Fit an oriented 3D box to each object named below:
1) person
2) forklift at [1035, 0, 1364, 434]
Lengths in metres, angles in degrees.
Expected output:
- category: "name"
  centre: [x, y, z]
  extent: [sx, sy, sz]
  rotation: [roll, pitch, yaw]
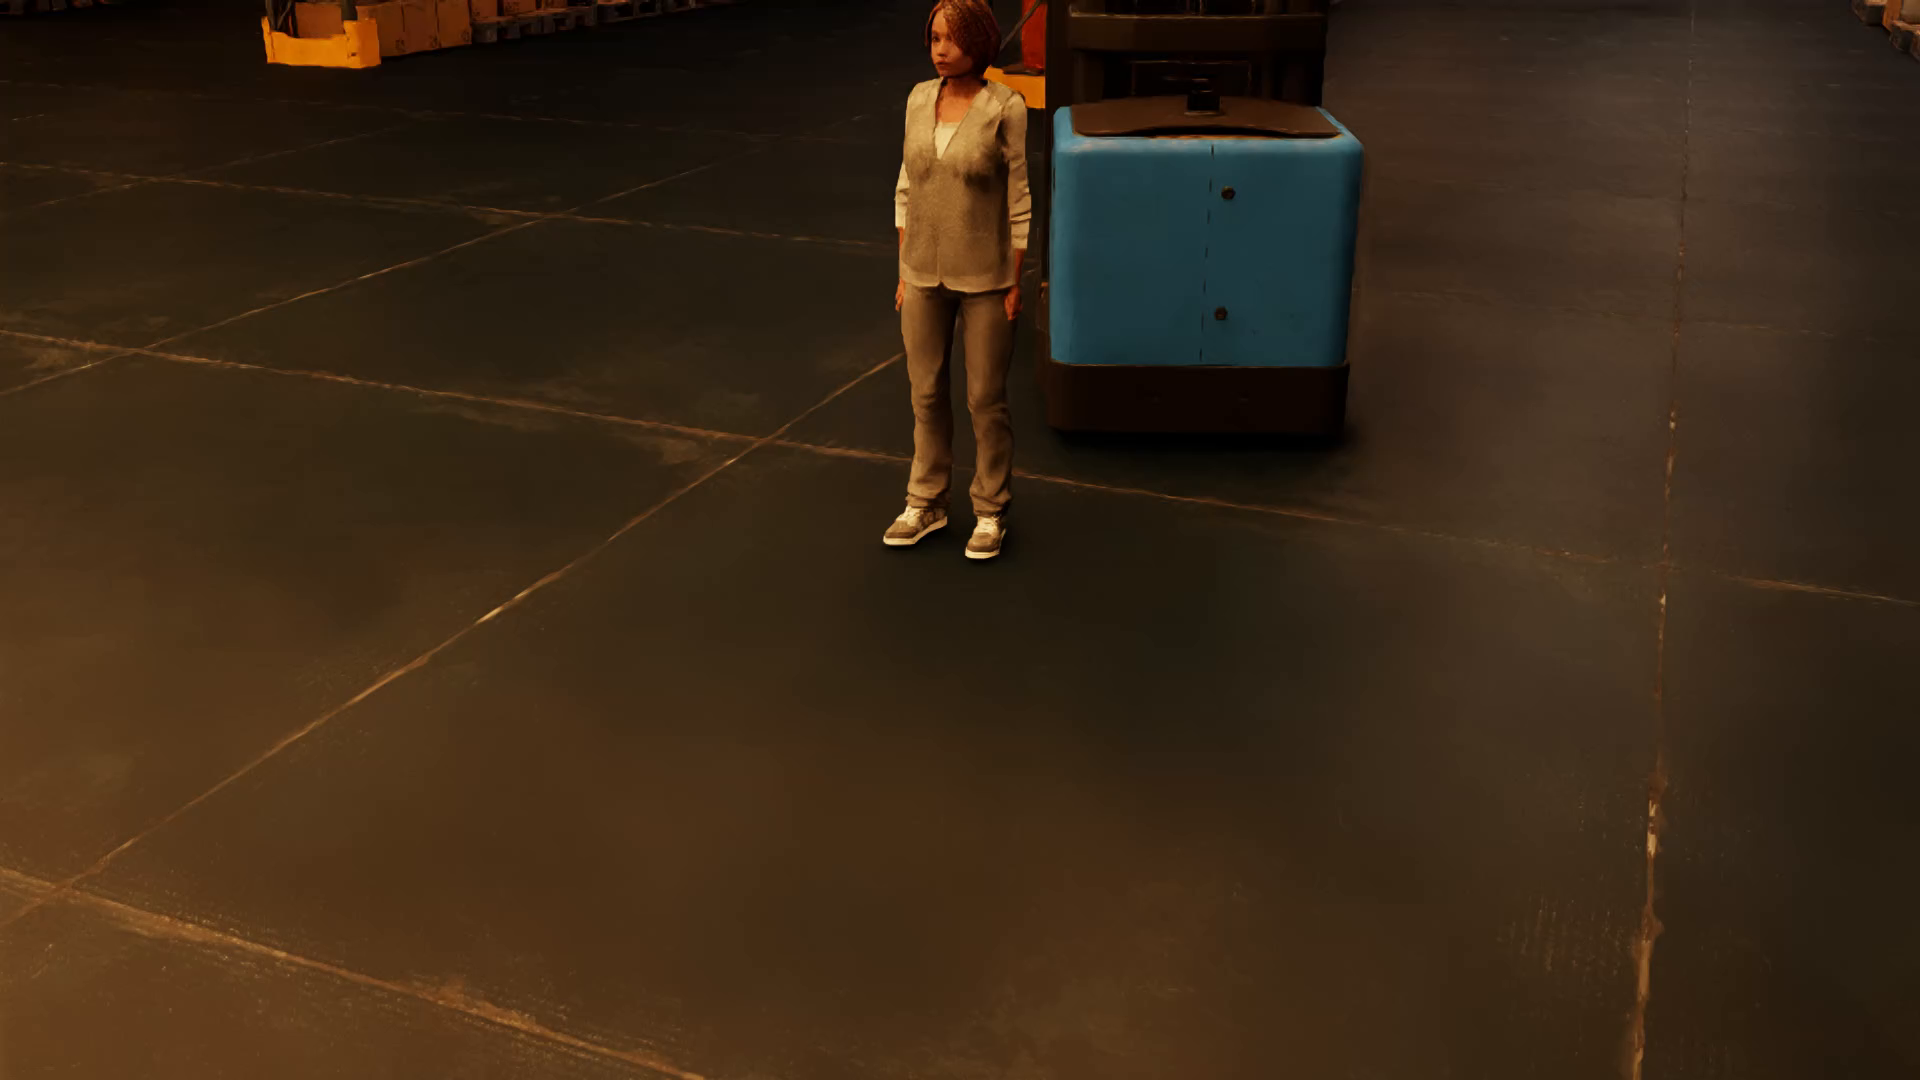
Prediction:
- category: "person"
  centre: [-0.003, -0.735, 4.777]
  extent: [0.405, 1.604, 0.310]
  rotation: [9, 24, 21]
- category: "forklift"
  centre: [0.888, -2.243, 6.659]
  extent: [1.130, 2.935, 3.031]
  rotation: [1, 23, 2]
